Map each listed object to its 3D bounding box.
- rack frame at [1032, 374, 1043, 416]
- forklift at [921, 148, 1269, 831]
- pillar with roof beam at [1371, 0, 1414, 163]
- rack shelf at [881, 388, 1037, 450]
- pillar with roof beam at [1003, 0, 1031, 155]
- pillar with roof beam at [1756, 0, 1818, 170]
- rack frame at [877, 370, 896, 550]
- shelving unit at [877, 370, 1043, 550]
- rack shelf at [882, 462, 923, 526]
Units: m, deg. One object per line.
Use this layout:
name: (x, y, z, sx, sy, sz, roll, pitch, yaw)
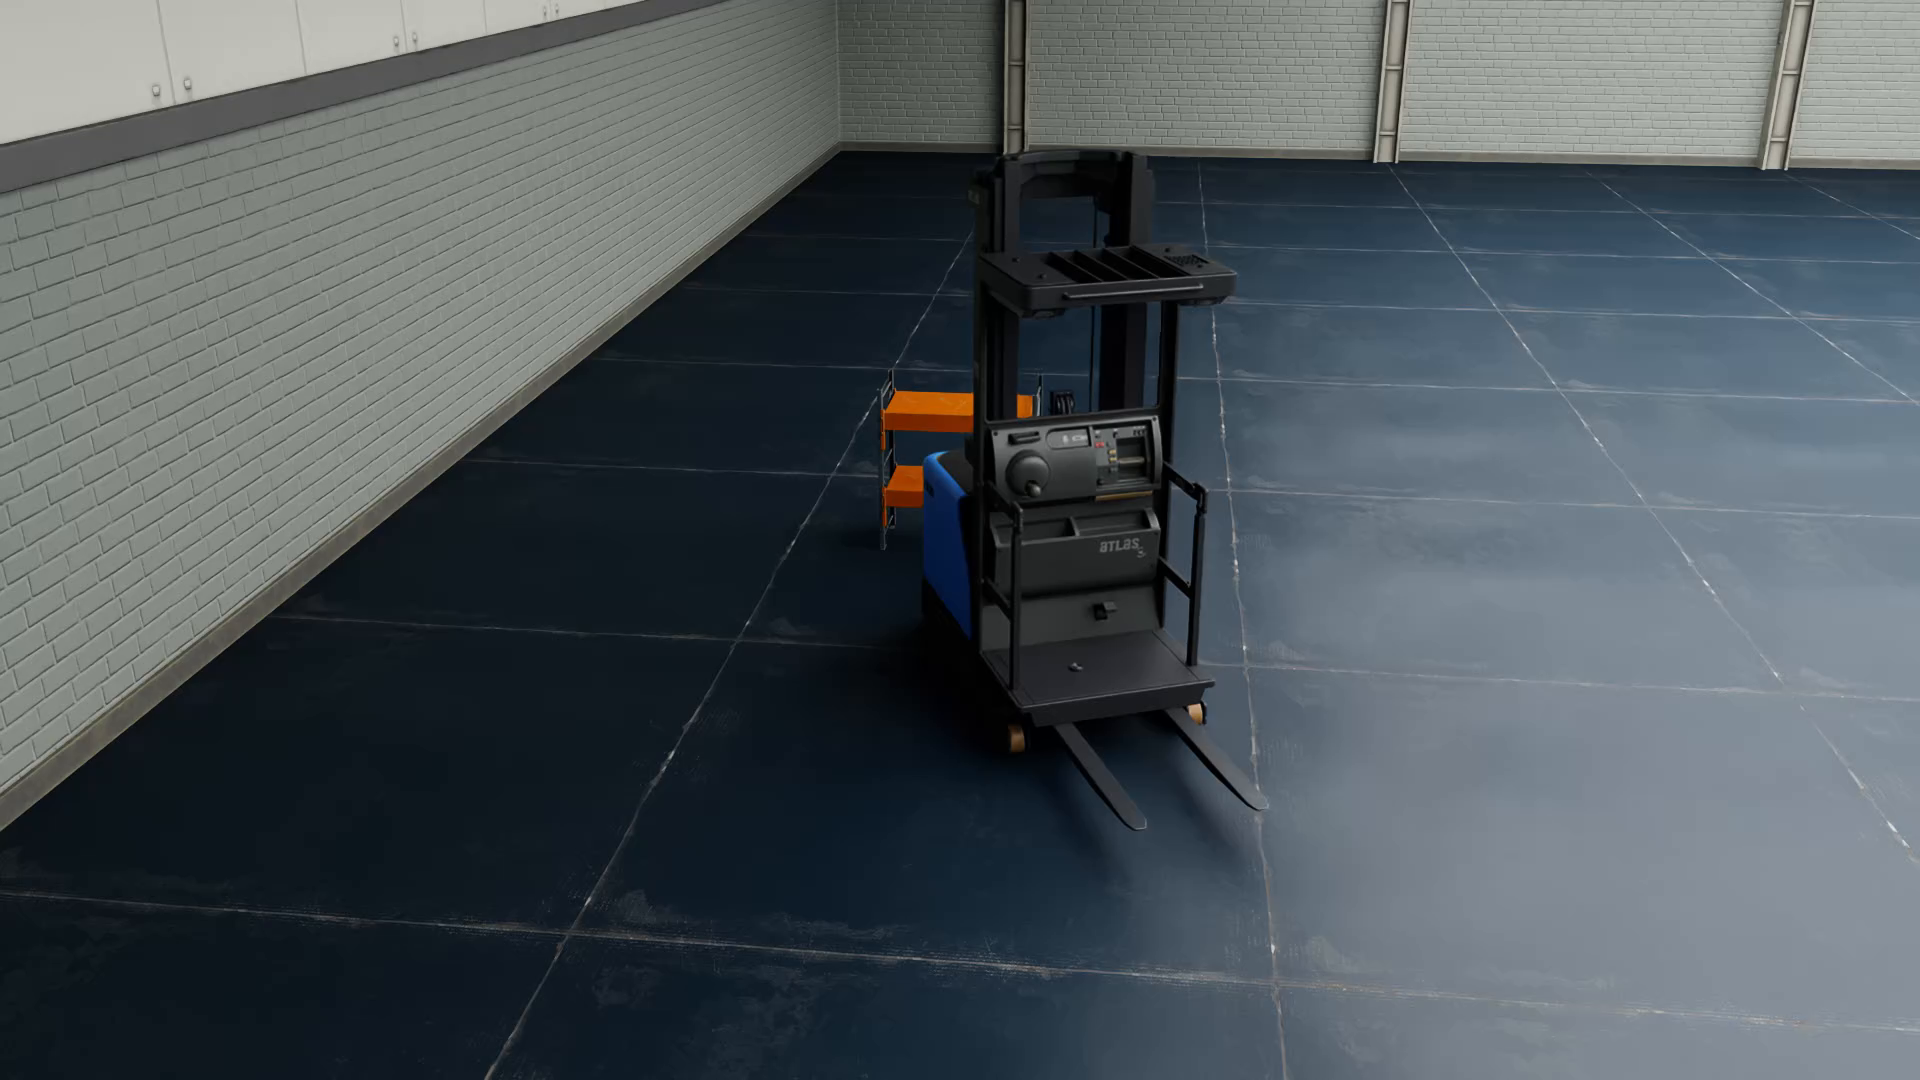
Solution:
rack frame: (0.512, -0.501, 11.177, 0.032, 1.125, 0.500, 2, 22, 6)
forklift: (0.676, -0.412, 8.497, 1.130, 2.935, 3.031, -6, 22, -15)
pillar with roof beam: (6.383, -8.758, 21.354, 0.400, 9.000, 9.100, 2, 22, 6)
rack shelf: (0.007, -0.795, 11.125, 1.000, 0.278, 0.538, 2, 22, 6)
pillar with roof beam: (0.425, -9.018, 22.010, 0.400, 9.000, 9.100, 2, 22, 6)
pillar with roof beam: (12.341, -8.499, 20.697, 0.400, 9.000, 9.100, 2, 22, 6)
rack frame: (-0.498, -0.545, 11.288, 0.032, 1.125, 0.500, 2, 22, 6)
shelving unit: (0.007, -0.523, 11.232, 1.048, 1.125, 0.538, 2, 22, 6)
rack shelf: (0.007, -0.295, 11.322, 1.000, 0.278, 0.538, 2, 22, 6)
